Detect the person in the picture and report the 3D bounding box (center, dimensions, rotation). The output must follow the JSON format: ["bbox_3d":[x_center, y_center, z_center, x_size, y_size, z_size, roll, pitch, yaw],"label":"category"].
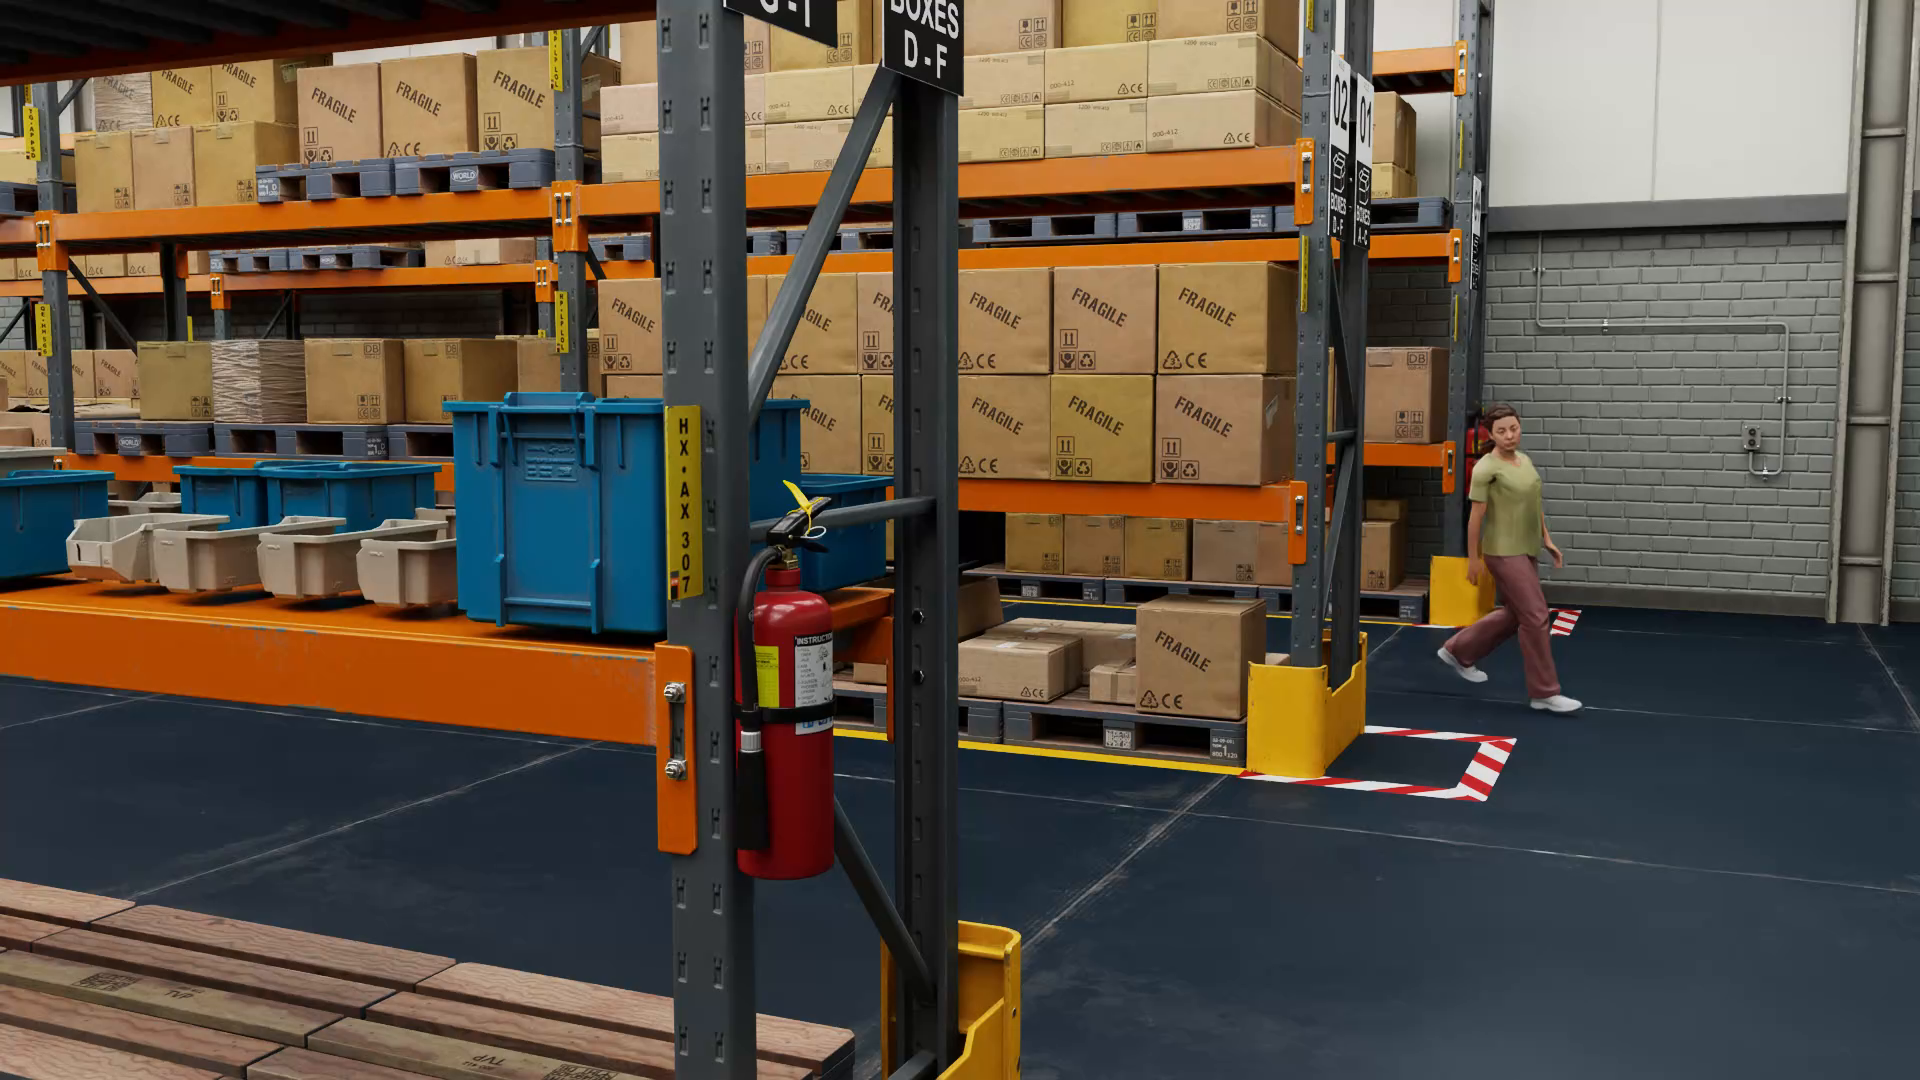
[{"bbox_3d":[2.967,0.076,8.983,0.528,1.633,0.893,-5,7,-40],"label":"person"}]
